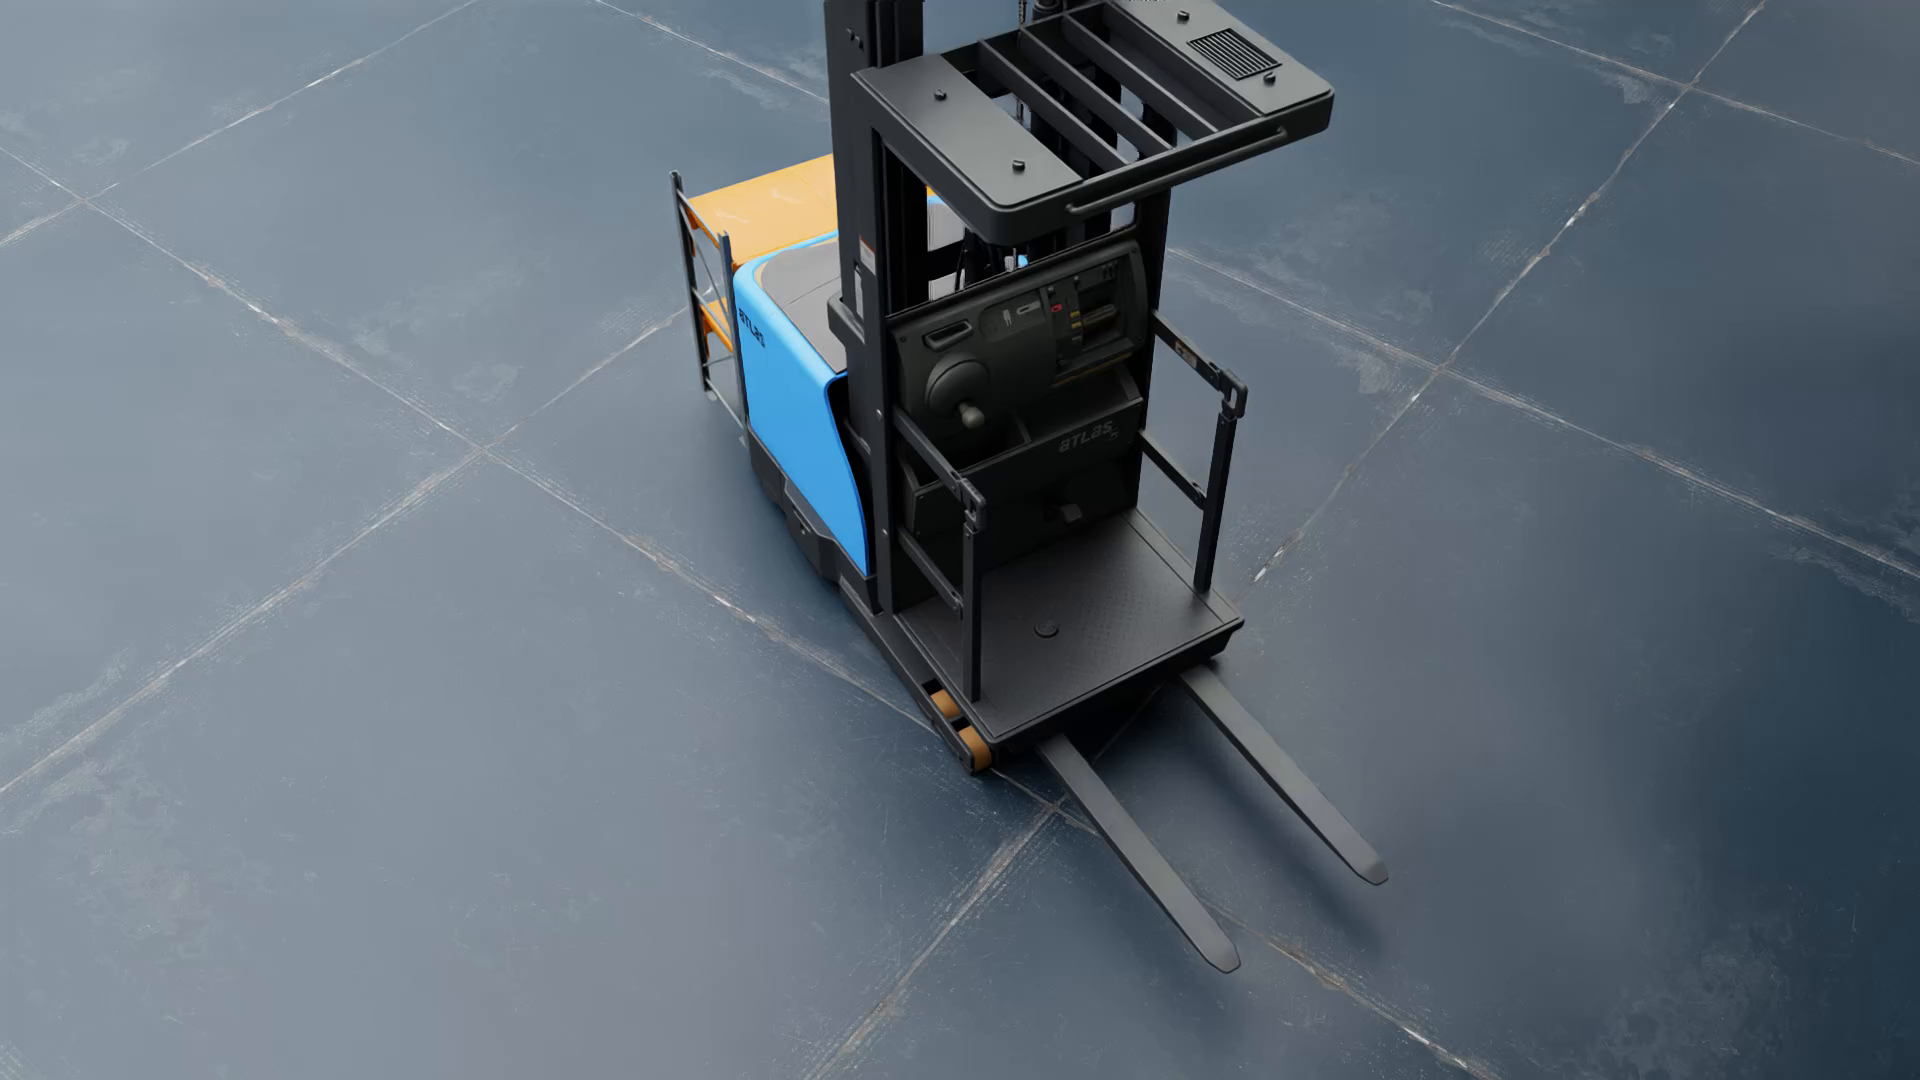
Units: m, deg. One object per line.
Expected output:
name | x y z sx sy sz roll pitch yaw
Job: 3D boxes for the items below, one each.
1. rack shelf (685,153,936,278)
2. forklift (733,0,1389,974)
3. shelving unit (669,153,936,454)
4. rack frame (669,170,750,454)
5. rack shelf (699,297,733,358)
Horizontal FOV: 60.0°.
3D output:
rack shelf | -0.573 -1.306 6.813 1.000 0.278 0.538 -23 50 -20
forklift | 0.324 -0.573 5.270 1.130 2.935 3.031 -24 51 -21
shelving unit | -0.573 -1.103 7.024 1.048 1.125 0.538 -23 50 -20
rack frame | -1.012 -0.917 6.847 0.032 1.125 0.500 -23 50 -20
rack shelf | -0.573 -0.934 7.201 1.000 0.278 0.538 -23 50 -20
